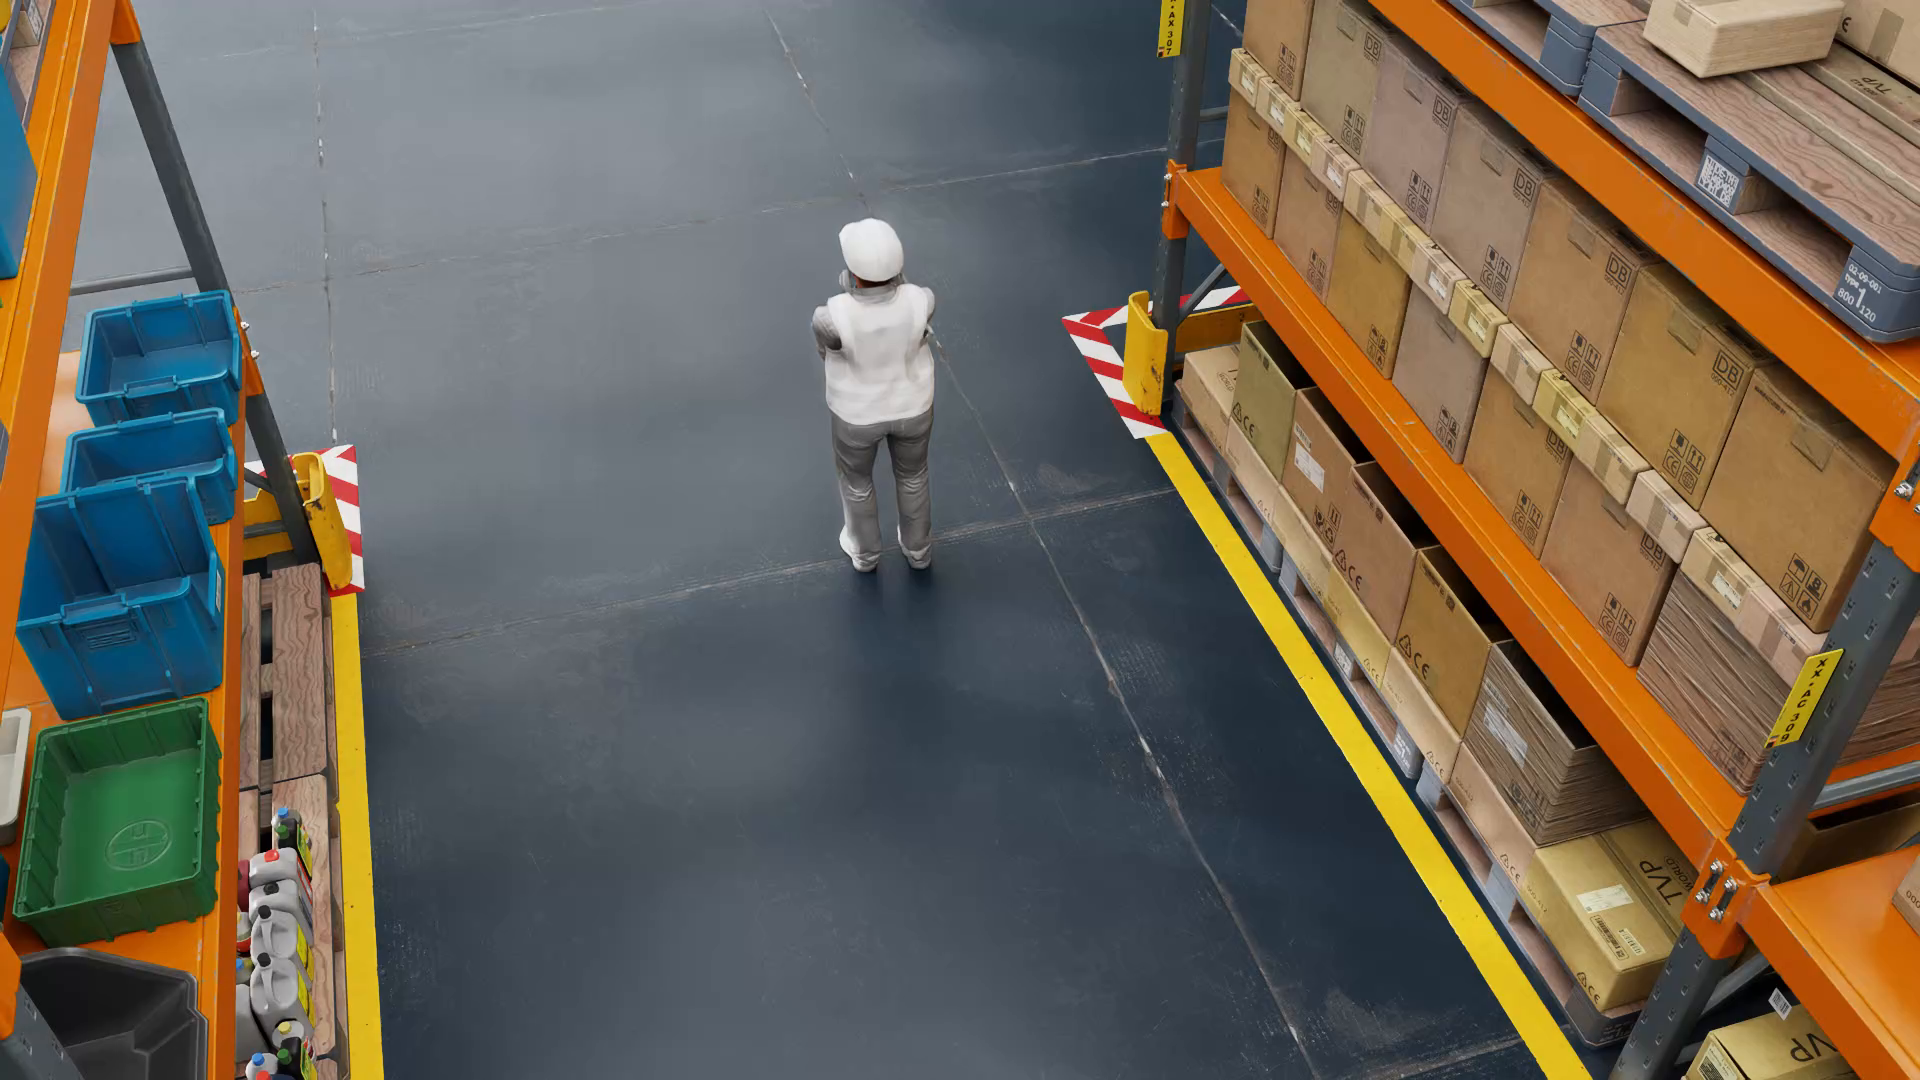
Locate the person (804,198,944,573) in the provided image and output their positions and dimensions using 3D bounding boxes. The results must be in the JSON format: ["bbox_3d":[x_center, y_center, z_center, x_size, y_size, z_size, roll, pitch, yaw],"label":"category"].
[{"bbox_3d":[-0.346,-0.572,6.776,0.588,1.771,0.473,-14,44,-15],"label":"person"}]
